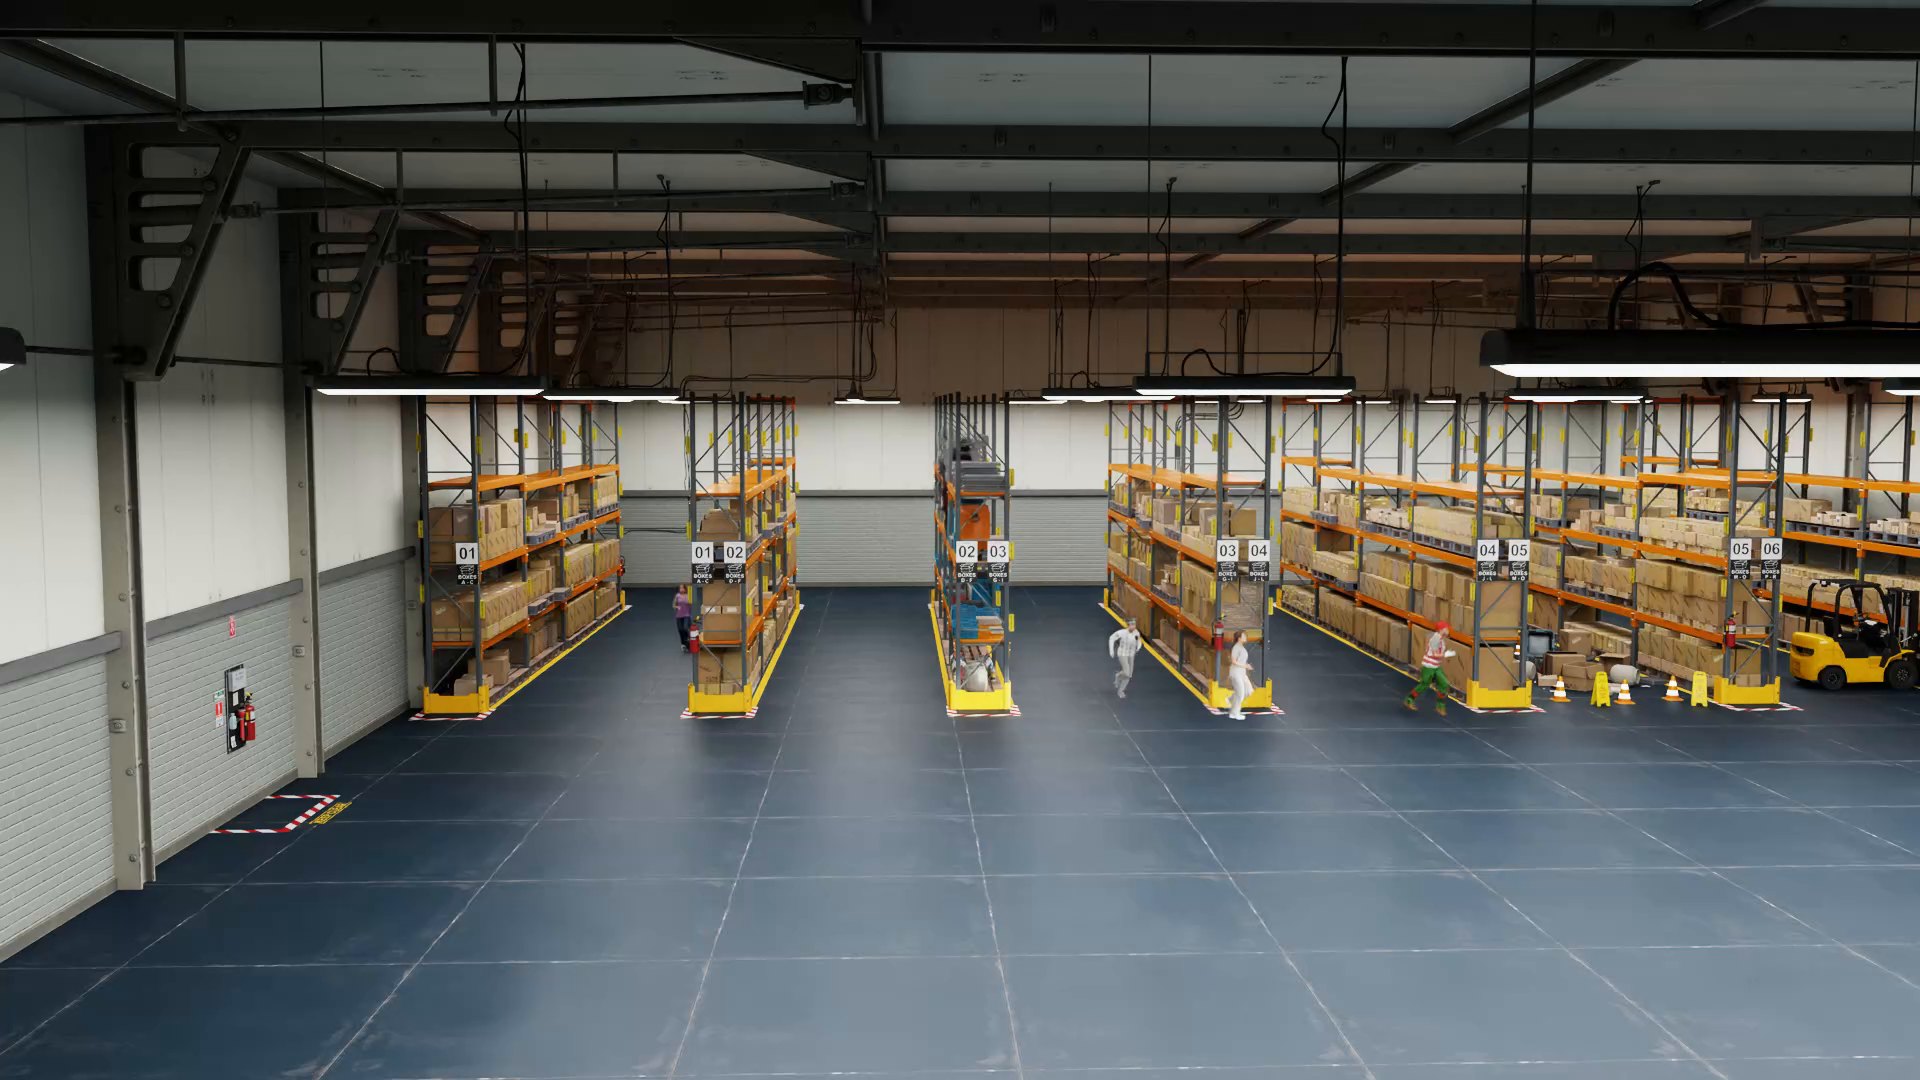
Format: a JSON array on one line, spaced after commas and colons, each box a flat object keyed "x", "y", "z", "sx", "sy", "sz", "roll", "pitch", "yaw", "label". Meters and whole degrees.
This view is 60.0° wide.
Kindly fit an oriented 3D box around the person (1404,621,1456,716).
[{"x": 8.740, "y": 2.398, "z": 30.911, "sx": 0.953, "sy": 1.825, "sz": 0.684, "roll": 3, "pitch": 5, "yaw": 29, "label": "person"}]

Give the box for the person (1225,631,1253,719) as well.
[{"x": 5.116, "y": 2.470, "z": 30.473, "sx": 0.582, "sy": 1.641, "sz": 0.553, "roll": 2, "pitch": 5, "yaw": 26, "label": "person"}]

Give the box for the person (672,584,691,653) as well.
[{"x": -6.448, "y": 1.817, "z": 38.795, "sx": 0.508, "sy": 1.604, "sz": 0.667, "roll": 0, "pitch": 5, "yaw": 3, "label": "person"}]

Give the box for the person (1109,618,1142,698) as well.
[{"x": 3.288, "y": 2.310, "z": 32.732, "sx": 0.604, "sy": 1.616, "sz": 0.668, "roll": -2, "pitch": 5, "yaw": -27, "label": "person"}]
